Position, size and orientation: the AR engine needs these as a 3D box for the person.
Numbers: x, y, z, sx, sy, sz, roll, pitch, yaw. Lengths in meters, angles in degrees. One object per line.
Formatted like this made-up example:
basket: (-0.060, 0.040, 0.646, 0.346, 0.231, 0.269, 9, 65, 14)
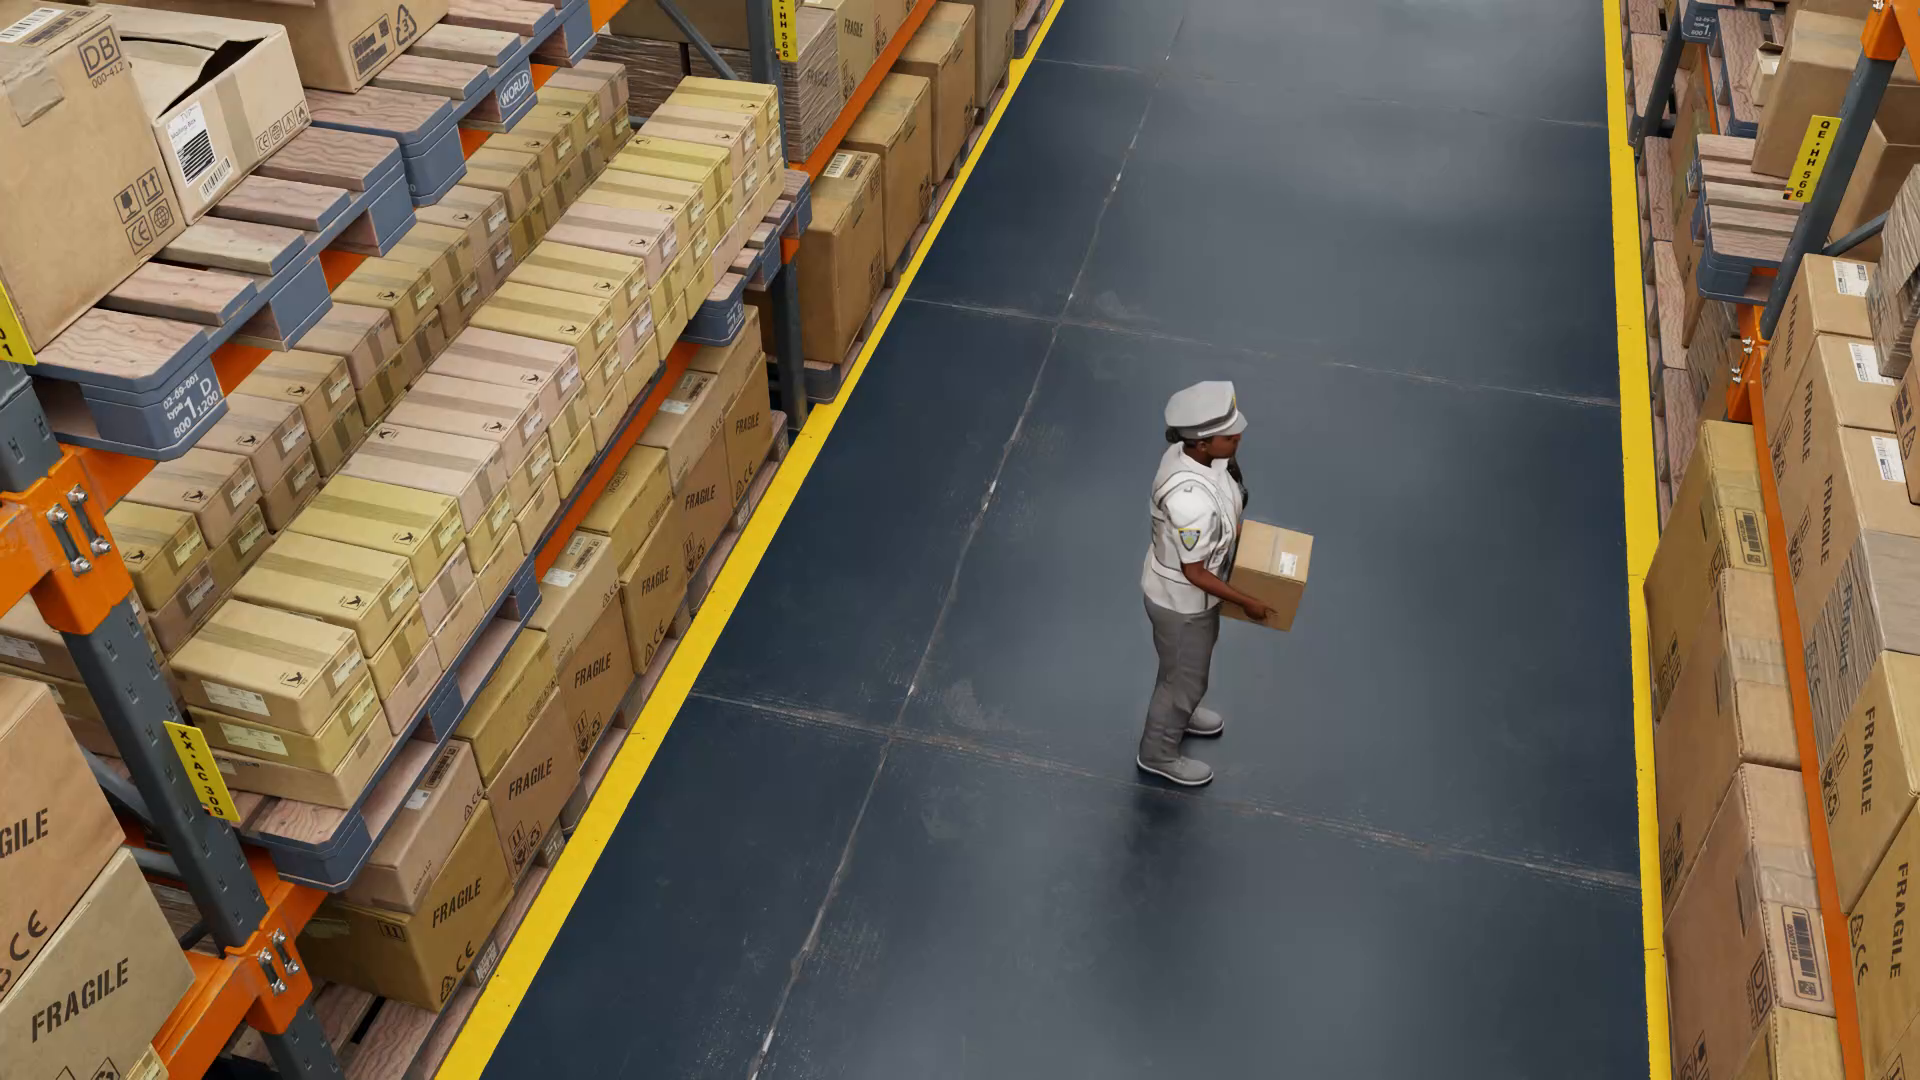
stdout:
person: (0.898, 0.168, 5.943, 0.497, 1.692, 0.470, 10, 42, 11)
